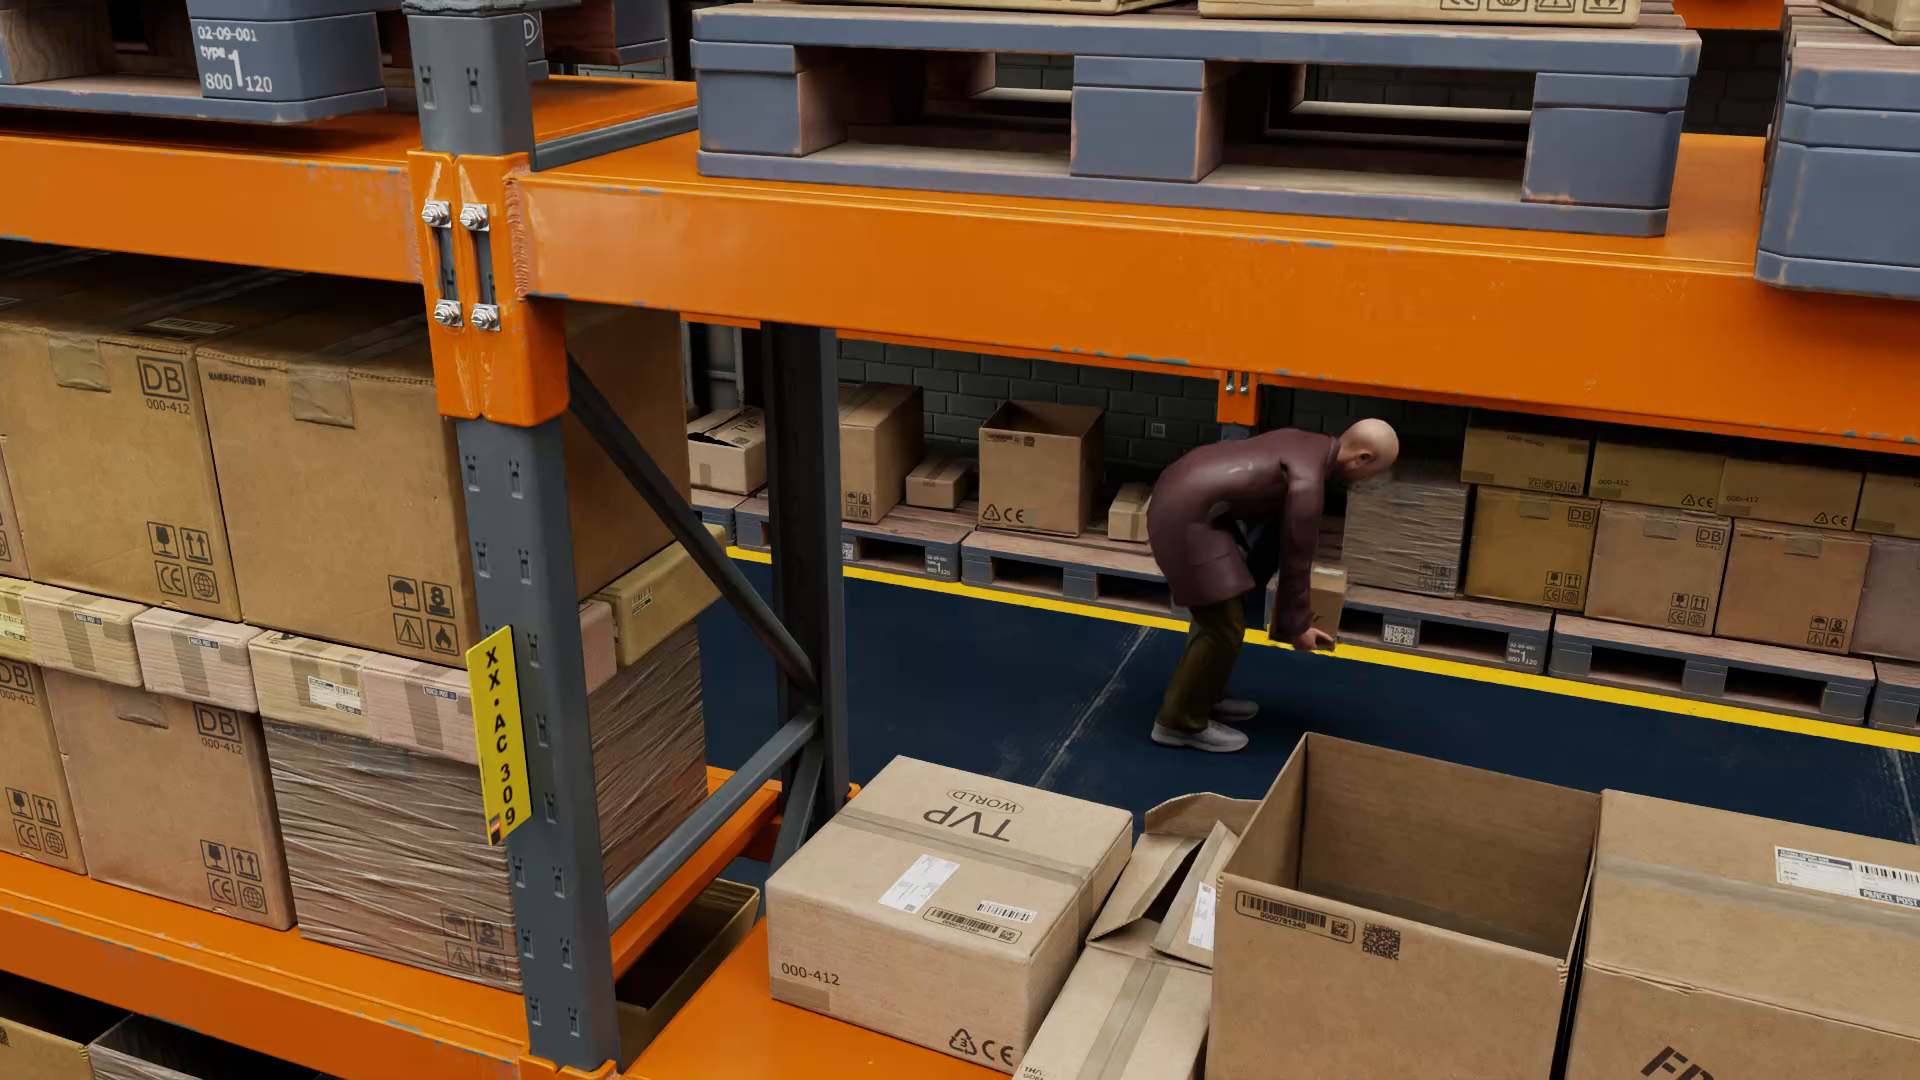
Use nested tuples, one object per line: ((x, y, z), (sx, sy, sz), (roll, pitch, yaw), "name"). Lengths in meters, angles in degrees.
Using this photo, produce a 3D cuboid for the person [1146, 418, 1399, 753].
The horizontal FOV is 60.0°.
((1.160, 0.160, 6.352), (0.914, 1.303, 0.550), (2, 22, 5), "person")
